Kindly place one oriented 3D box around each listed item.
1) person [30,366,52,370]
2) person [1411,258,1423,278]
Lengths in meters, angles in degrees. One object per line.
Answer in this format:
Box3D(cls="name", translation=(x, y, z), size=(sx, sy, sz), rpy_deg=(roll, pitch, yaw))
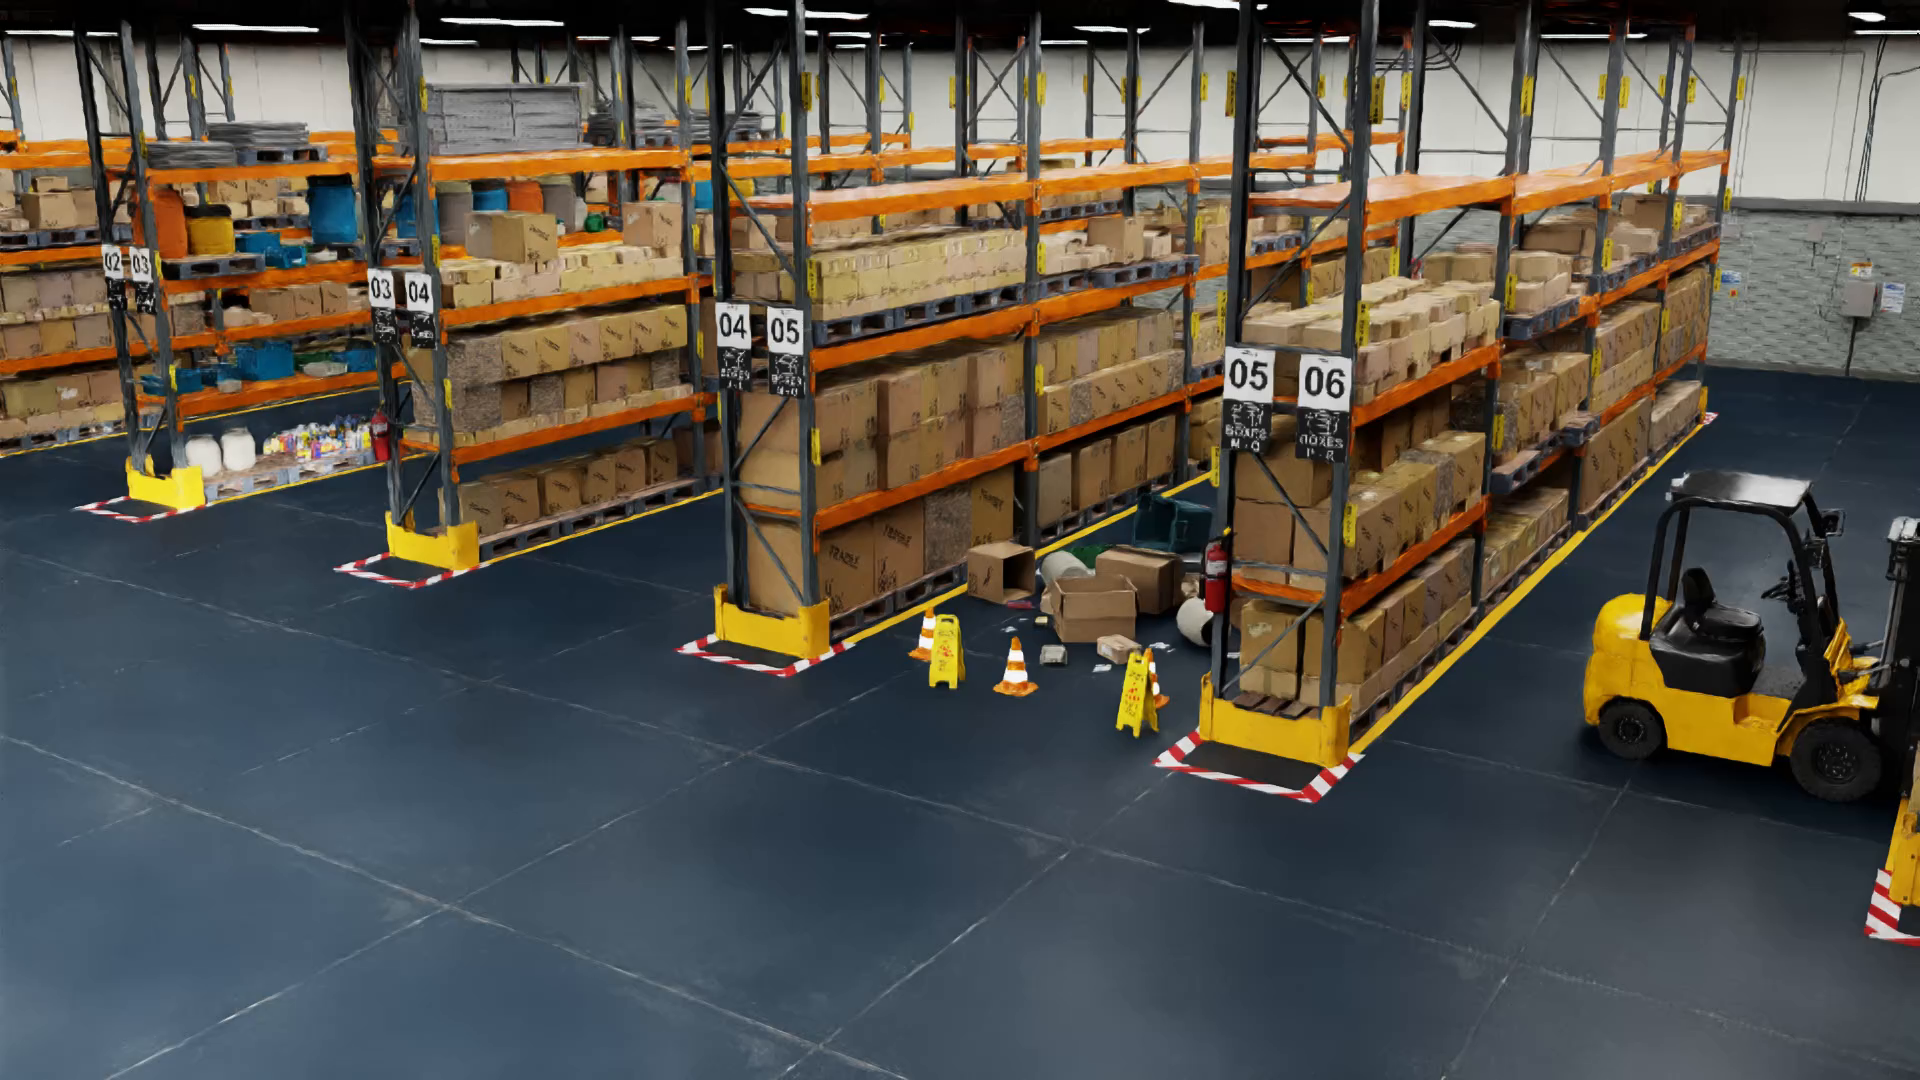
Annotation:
Box3D(cls="person", translation=(-15.187, -3.206, 27.393), size=(0.624, 1.764, 0.503), rpy_deg=(-8, 17, -26))
Box3D(cls="person", translation=(8.708, -4.615, 32.488), size=(0.726, 1.778, 0.531), rpy_deg=(-2, 16, -6))
